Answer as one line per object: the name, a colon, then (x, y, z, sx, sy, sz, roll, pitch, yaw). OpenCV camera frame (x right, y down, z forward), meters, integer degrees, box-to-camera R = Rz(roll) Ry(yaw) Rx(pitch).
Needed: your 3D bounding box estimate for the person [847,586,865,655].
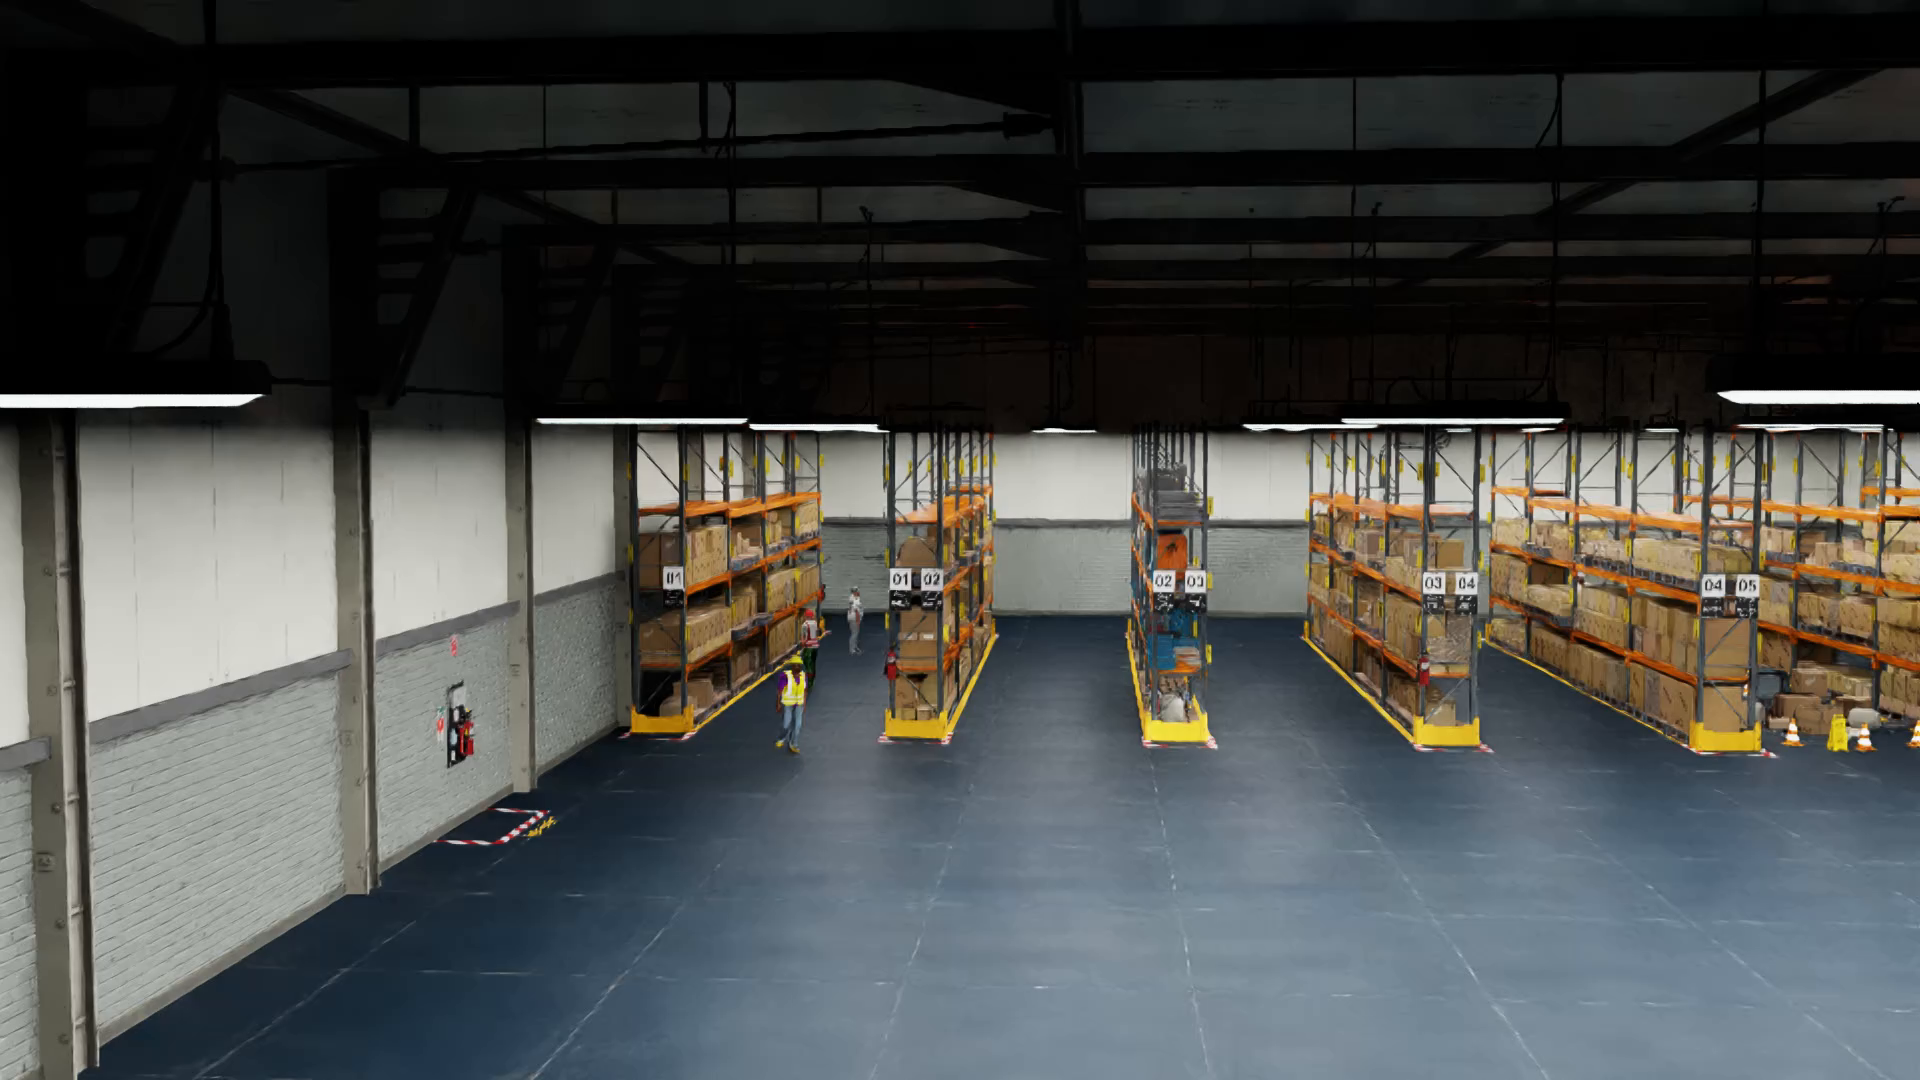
person: (-2.692, 2.083, 43.367, 0.489, 1.763, 0.616, -1, 4, -16)

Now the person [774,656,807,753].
person: (-3.049, 2.951, 30.007, 0.613, 1.753, 0.576, -2, 4, -31)

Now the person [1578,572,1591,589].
person: (18.034, 1.811, 48.120, 0.595, 1.757, 0.593, -3, 5, -39)

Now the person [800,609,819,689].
person: (-3.451, 2.440, 37.508, 0.489, 1.787, 0.608, 2, 4, 34)
